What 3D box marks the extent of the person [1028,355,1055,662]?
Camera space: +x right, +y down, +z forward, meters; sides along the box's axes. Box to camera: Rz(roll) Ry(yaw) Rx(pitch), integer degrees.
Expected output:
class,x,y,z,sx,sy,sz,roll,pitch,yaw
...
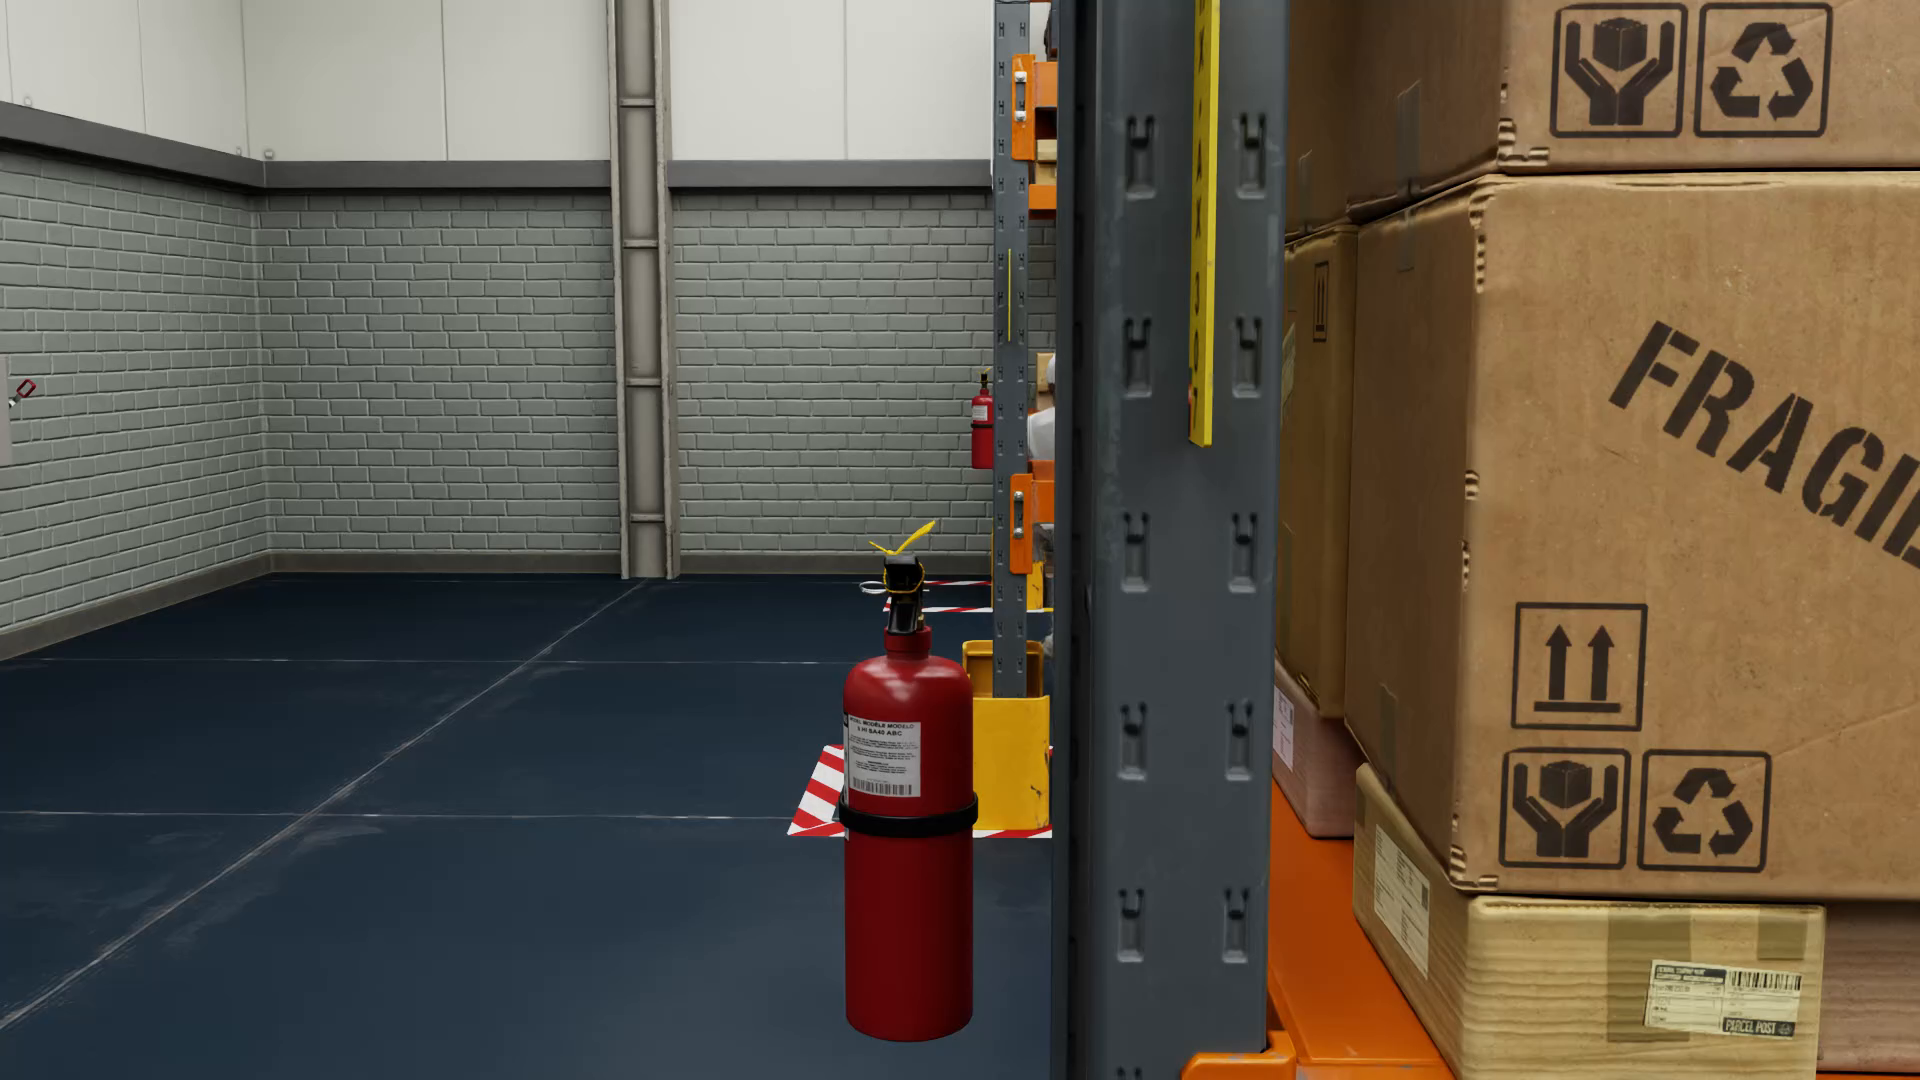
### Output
class,x,y,z,sx,sy,sz,roll,pitch,yaw
person,0.687,-0.092,8.532,0.864,1.748,0.643,-7,10,-44
